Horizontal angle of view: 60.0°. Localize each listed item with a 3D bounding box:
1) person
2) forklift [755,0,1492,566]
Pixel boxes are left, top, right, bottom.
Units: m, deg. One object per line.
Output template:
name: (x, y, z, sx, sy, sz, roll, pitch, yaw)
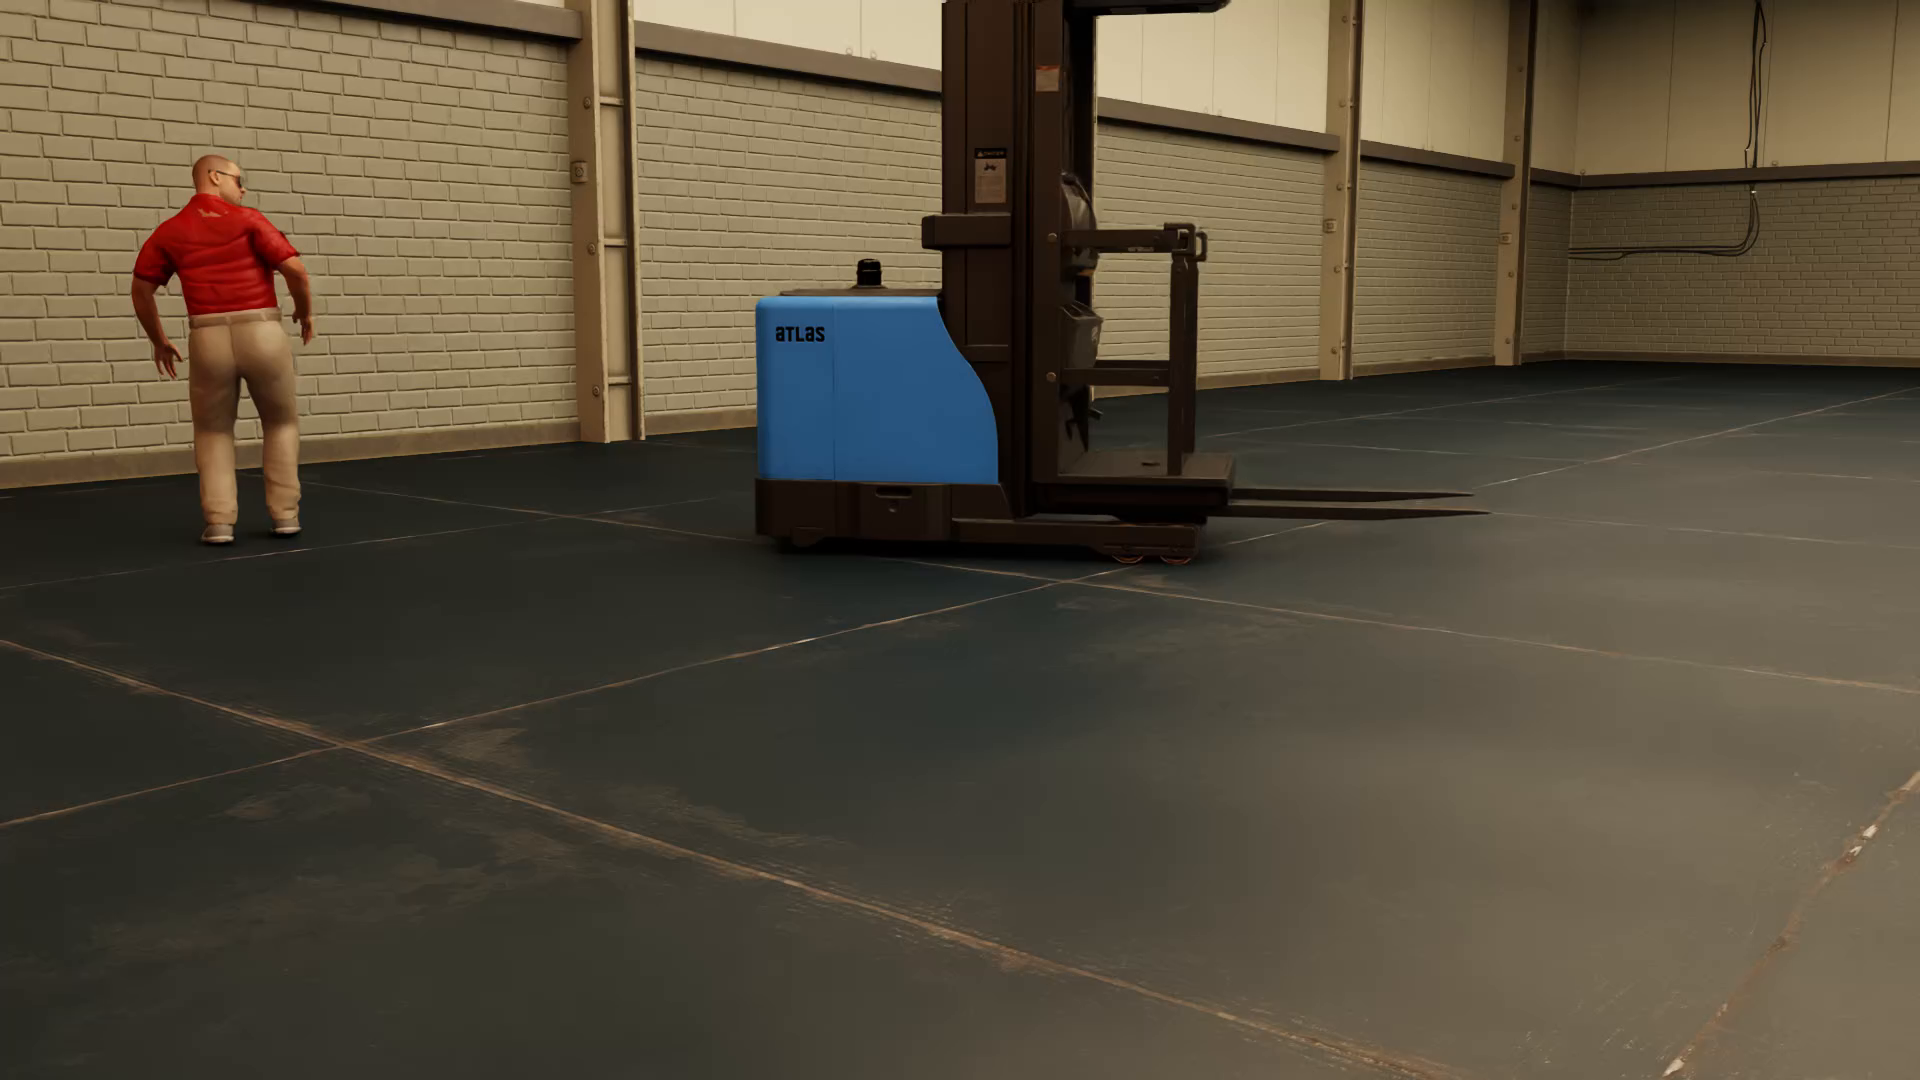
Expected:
person: (-3.226, -0.838, 7.340, 0.740, 1.692, 0.510, -2, 9, -12)
forklift: (0.697, -1.431, 7.058, 3.031, 2.935, 1.130, 2, 8, 11)
